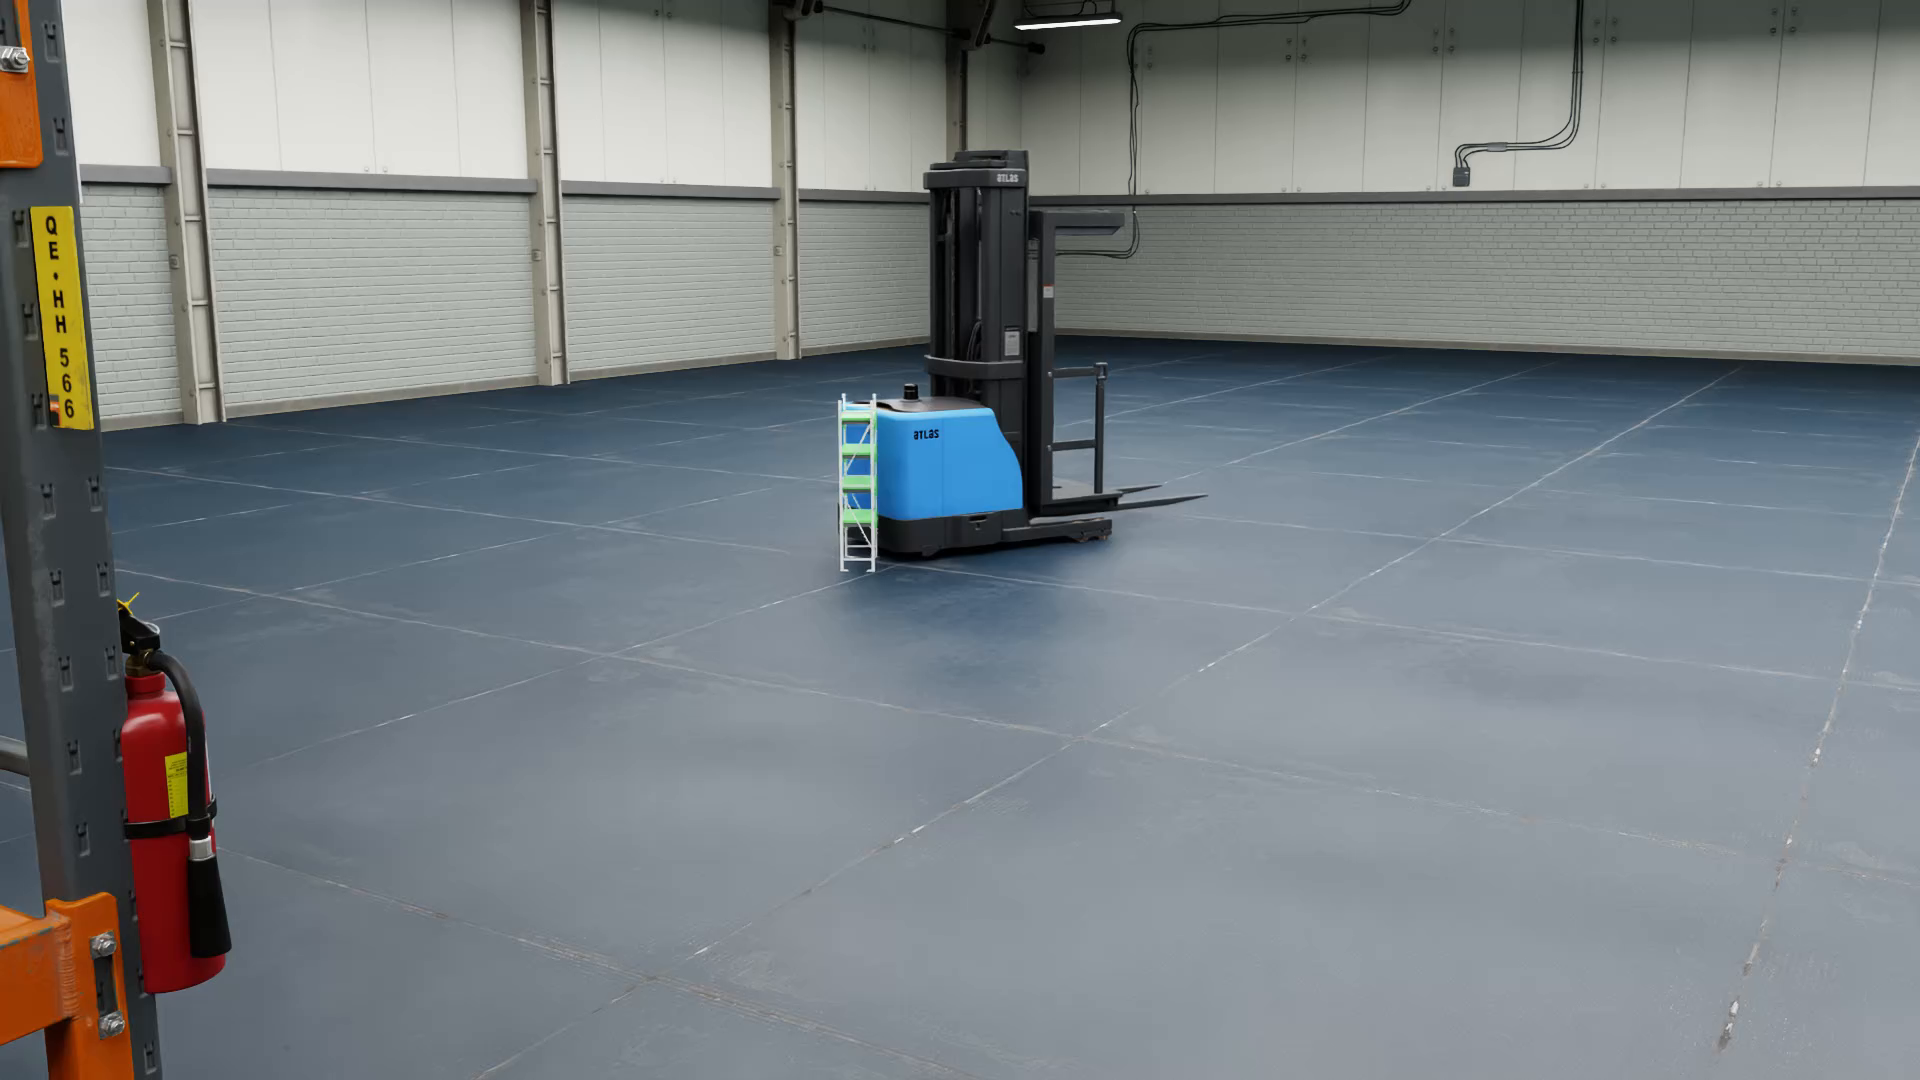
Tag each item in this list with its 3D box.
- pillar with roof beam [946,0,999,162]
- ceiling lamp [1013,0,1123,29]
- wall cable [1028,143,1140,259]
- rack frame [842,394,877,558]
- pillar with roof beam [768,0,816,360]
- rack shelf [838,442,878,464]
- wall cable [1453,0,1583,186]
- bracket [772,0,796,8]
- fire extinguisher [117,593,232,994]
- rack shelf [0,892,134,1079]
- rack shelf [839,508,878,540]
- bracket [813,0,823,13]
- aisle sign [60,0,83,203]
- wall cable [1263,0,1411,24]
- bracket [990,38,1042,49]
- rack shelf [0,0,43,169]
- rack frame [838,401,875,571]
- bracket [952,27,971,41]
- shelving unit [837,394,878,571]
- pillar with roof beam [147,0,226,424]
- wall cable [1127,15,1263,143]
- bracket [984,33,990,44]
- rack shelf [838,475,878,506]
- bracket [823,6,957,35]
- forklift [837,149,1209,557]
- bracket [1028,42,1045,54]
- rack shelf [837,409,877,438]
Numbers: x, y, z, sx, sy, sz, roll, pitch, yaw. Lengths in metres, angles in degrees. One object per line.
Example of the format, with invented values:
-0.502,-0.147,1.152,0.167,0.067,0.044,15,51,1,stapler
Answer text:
3.617,-8.311,32.810,9.100,9.000,0.548,6,12,31,pillar with roof beam
1.991,-10.530,28.800,2.000,3.185,0.800,6,12,31,ceiling lamp
2.597,-7.533,37.093,3.097,2.526,0.112,6,12,31,wall cable
-0.727,-0.462,12.078,0.240,1.200,0.015,0,11,-1,rack frame
0.502,-7.368,27.770,9.100,9.000,0.548,6,12,31,pillar with roof beam
-0.724,-0.591,11.806,0.258,0.148,0.480,0,11,-1,rack shelf
10.703,-9.822,31.636,2.305,6.003,0.169,6,12,31,wall cable
-3.089,-9.449,29.106,0.235,0.232,0.430,6,12,31,bracket
-1.338,0.405,2.763,0.296,0.674,0.183,6,12,31,fire extinguisher
-2.830,1.009,1.281,1.077,0.370,4.000,6,12,31,rack shelf
-0.724,-0.119,11.894,0.258,0.148,0.480,0,11,-1,rack shelf
-2.658,-9.580,29.803,0.235,0.232,0.430,6,12,31,bracket
-1.503,-0.918,2.555,0.394,0.787,0.004,6,12,31,aisle sign
7.555,-11.697,33.250,3.097,2.526,0.112,6,12,31,wall cable
1.380,-10.803,36.338,0.076,0.066,3.189,6,12,31,bracket
-2.830,-0.465,1.005,1.077,0.370,4.000,6,12,31,rack shelf
-0.720,-0.373,11.598,0.240,1.200,0.015,0,11,-1,rack frame
0.026,-10.393,34.146,0.235,0.232,0.430,6,12,31,bracket
-0.724,-0.417,11.838,0.258,1.200,0.503,0,11,-1,shelving unit
-5.728,-5.481,17.689,9.100,9.000,0.400,6,12,31,pillar with roof beam
4.910,-9.757,35.247,3.097,2.526,0.112,6,12,31,wall cable
0.457,-10.523,34.843,0.235,0.232,0.430,6,12,31,bracket
-0.724,-0.355,11.850,0.258,0.148,0.480,0,11,-1,rack shelf
-1.312,-9.988,31.982,0.076,0.066,4.783,6,12,31,bracket
0.585,-1.498,12.906,3.031,2.935,1.130,-6,12,-31,forklift
1.687,-10.896,36.834,0.235,0.232,0.430,6,12,31,bracket
-0.724,-0.826,11.762,0.258,0.148,0.480,0,11,-1,rack shelf
